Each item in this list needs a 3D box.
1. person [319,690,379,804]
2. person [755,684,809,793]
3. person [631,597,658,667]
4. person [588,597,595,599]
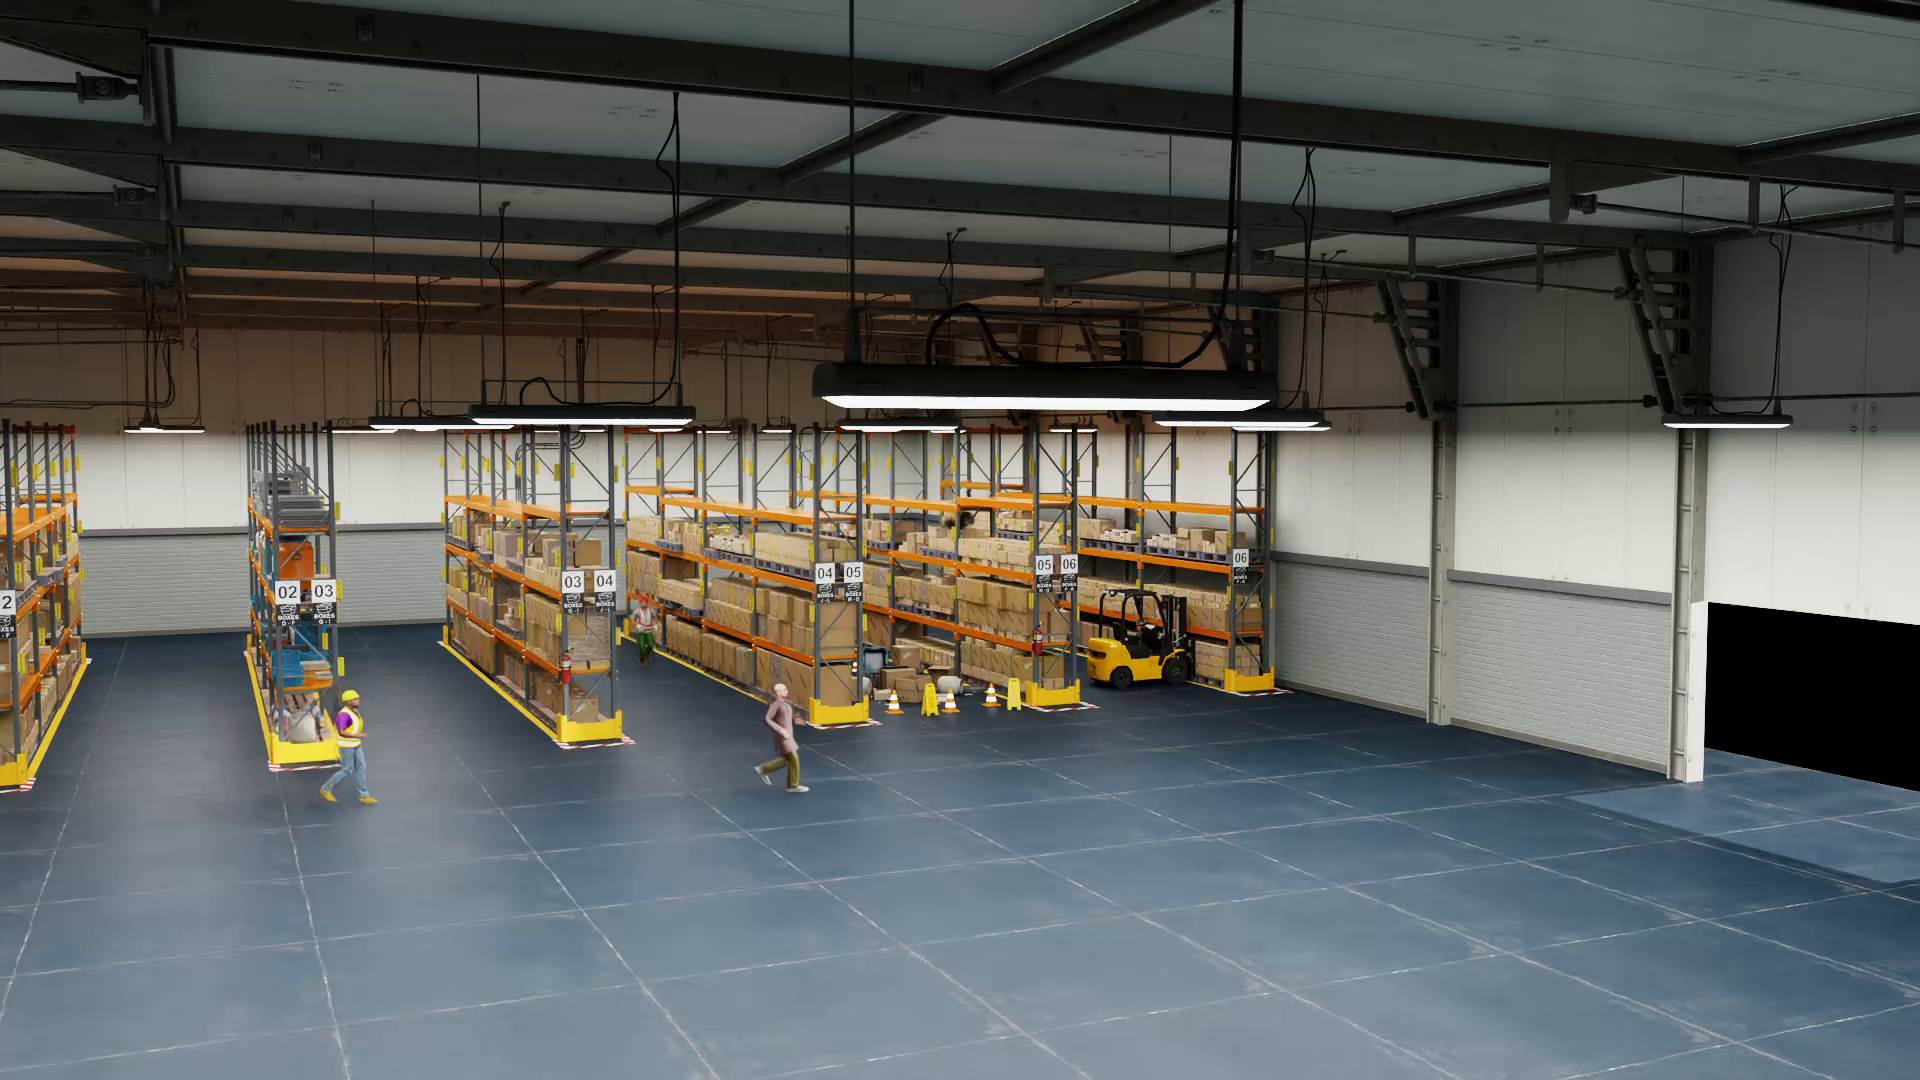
[{"bbox_3d":[-9.489,3.221,25.804,0.864,1.784,0.726,0,4,-2],"label":"person"},{"bbox_3d":[-2.870,3.178,26.691,0.916,1.747,0.720,0,4,8],"label":"person"},{"bbox_3d":[-7.760,2.279,41.051,0.692,1.743,0.600,-2,4,-24],"label":"person"},{"bbox_3d":[-10.407,1.995,46.425,0.614,1.724,0.686,0,4,-5],"label":"person"}]
